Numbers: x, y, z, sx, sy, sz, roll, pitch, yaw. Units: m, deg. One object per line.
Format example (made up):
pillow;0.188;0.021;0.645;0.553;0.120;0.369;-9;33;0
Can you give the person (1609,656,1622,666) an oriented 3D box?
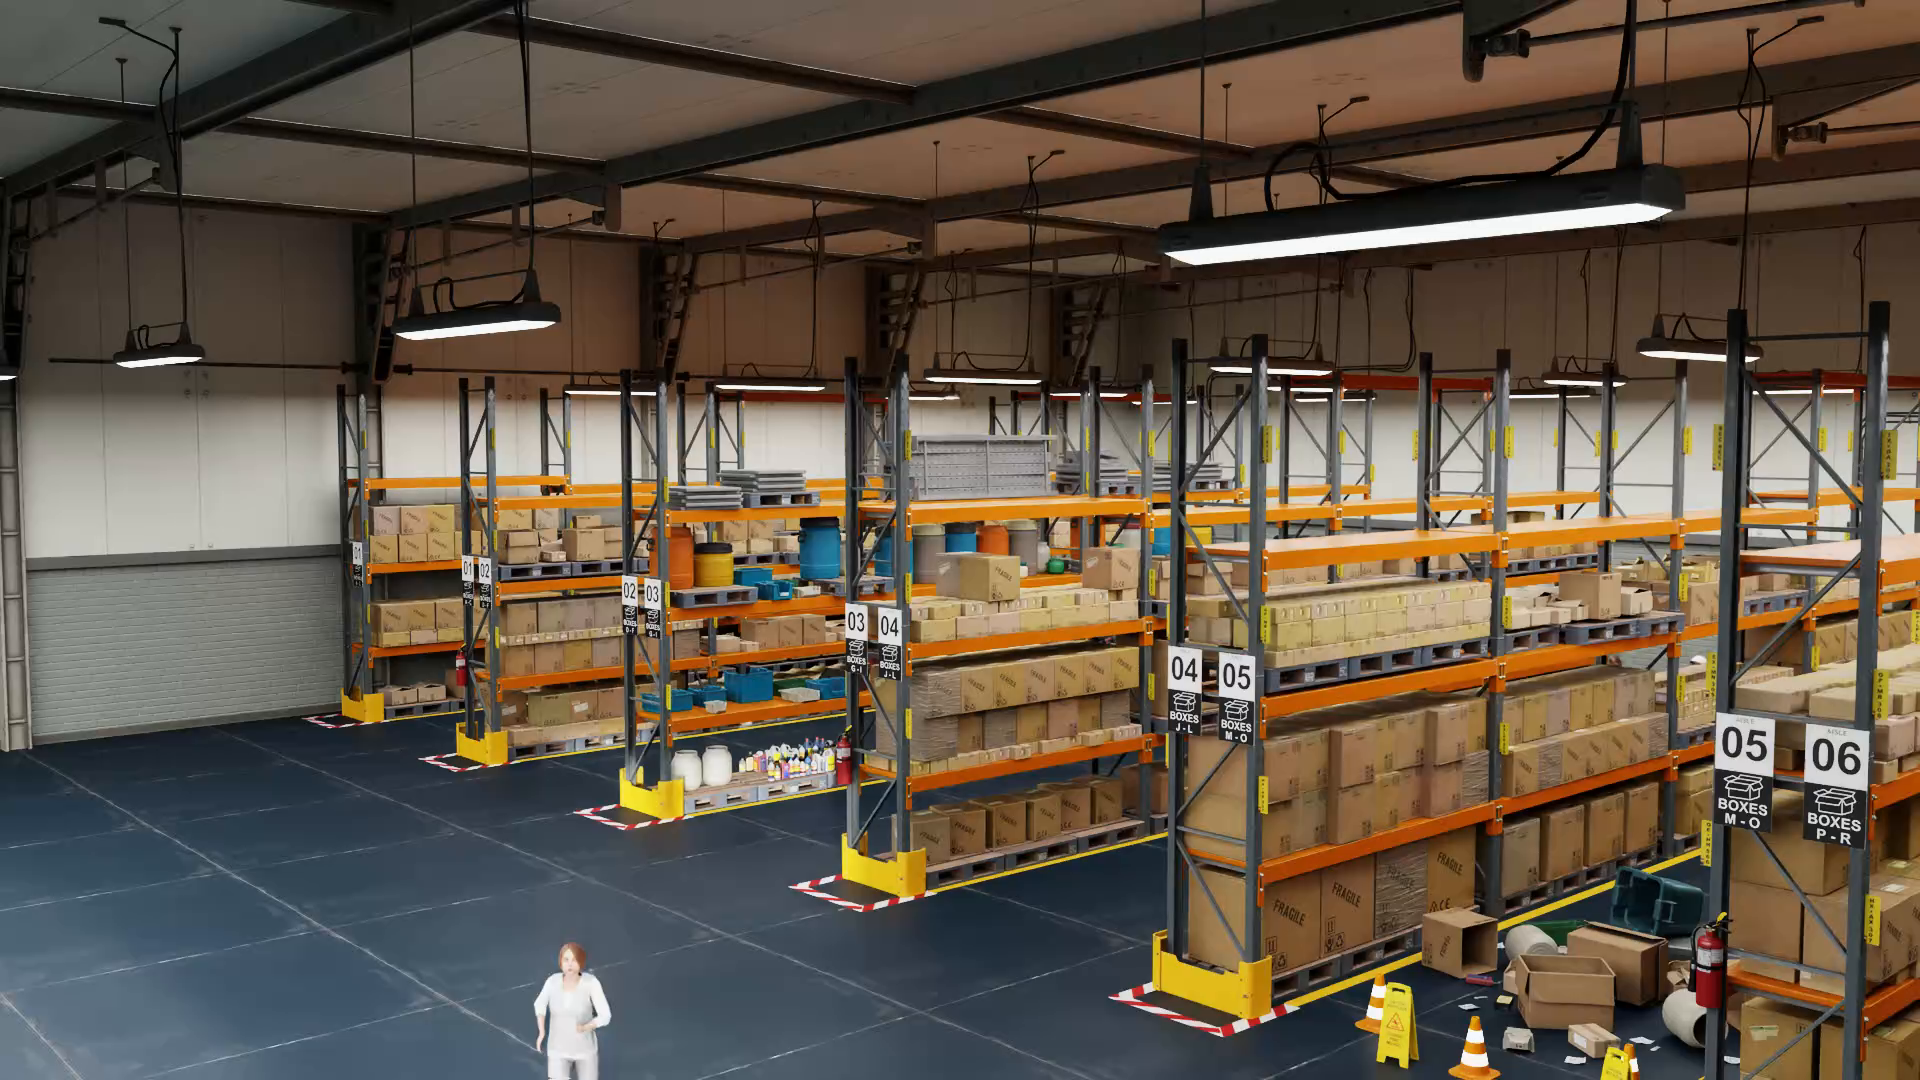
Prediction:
person;10.541;2.645;26.740;0.589;1.586;0.592;3;5;37

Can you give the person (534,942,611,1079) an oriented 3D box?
person;-2.721;3.594;11.666;0.545;1.575;0.864;0;4;-7

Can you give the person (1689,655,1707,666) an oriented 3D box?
person;11.227;2.624;25.429;0.567;1.727;0.637;-4;5;-44
